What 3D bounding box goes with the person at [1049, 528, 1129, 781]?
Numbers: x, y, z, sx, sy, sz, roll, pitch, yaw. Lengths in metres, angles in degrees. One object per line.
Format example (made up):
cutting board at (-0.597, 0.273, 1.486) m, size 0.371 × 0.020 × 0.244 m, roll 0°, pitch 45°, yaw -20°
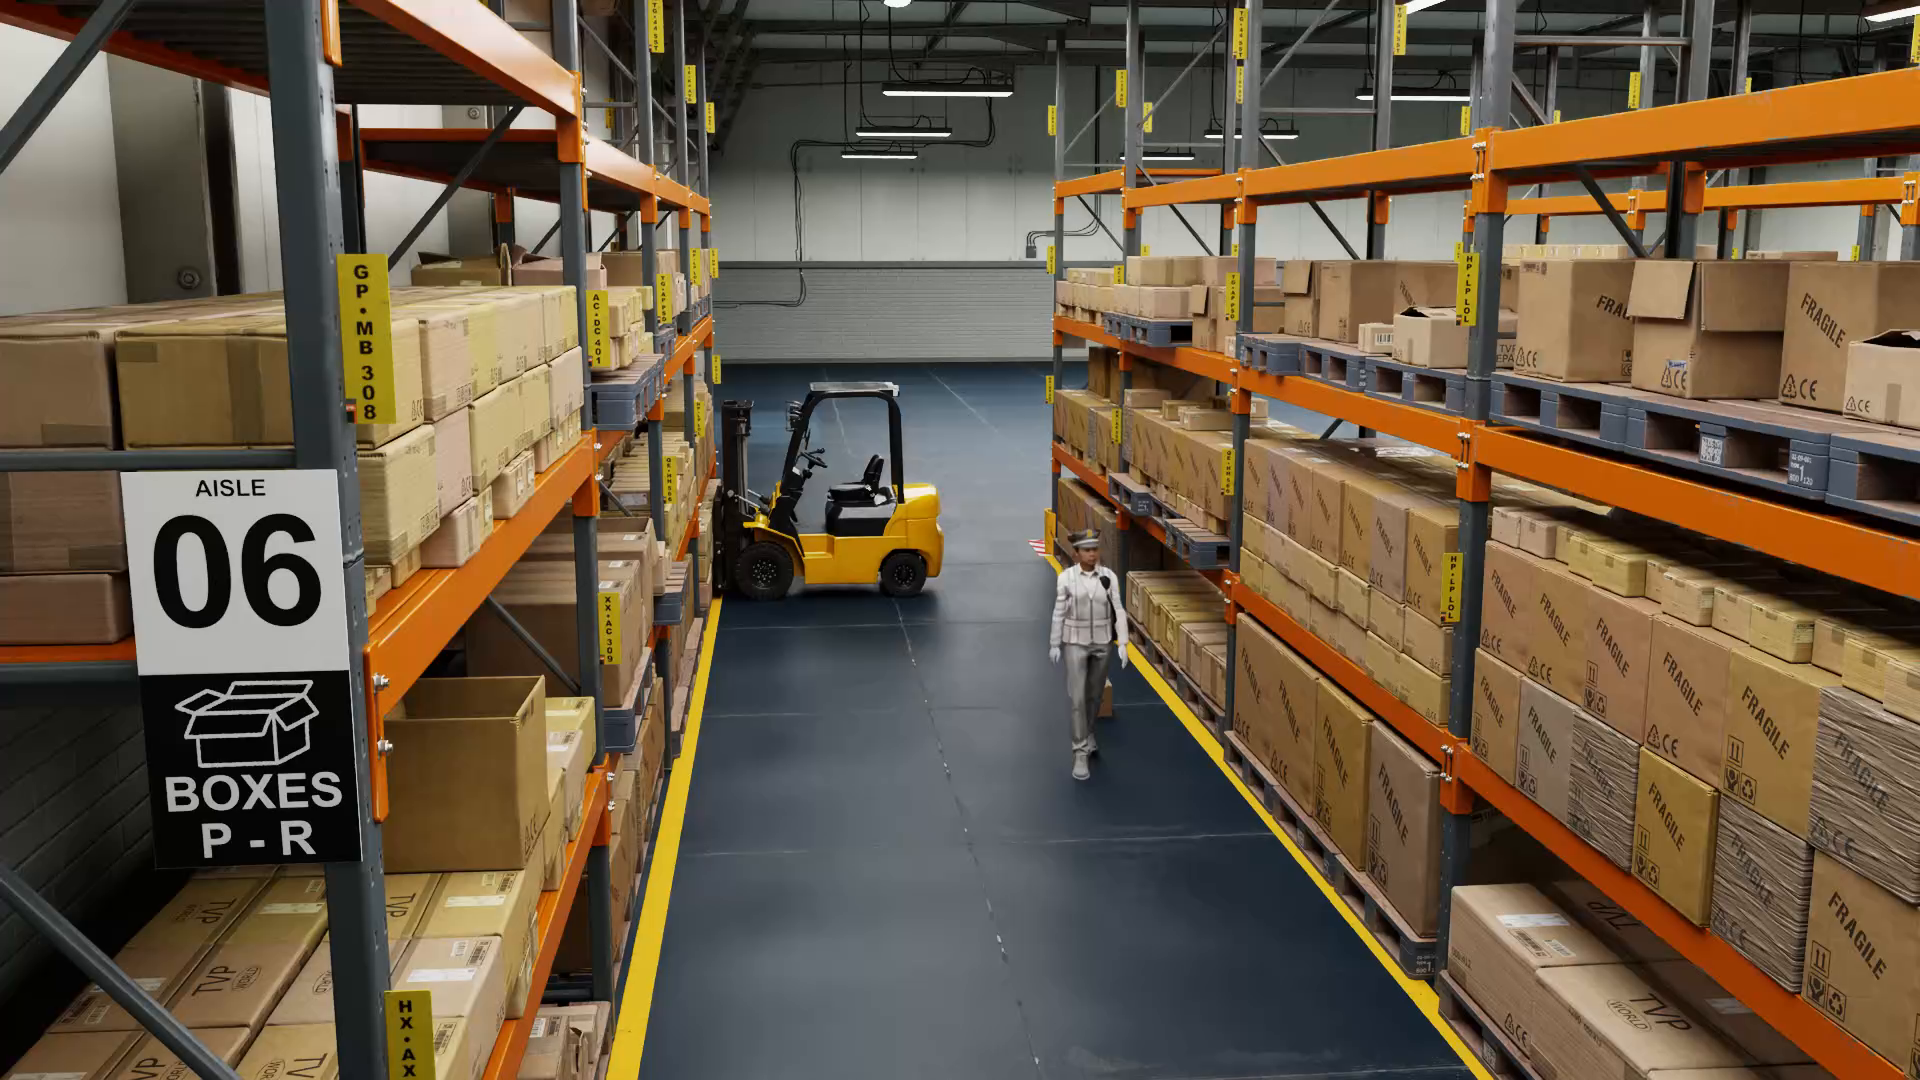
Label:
person at (0.913, 0.744, 11.577) m, size 0.496 × 1.653 × 0.880 m, roll -1°, pitch 10°, yaw -8°
